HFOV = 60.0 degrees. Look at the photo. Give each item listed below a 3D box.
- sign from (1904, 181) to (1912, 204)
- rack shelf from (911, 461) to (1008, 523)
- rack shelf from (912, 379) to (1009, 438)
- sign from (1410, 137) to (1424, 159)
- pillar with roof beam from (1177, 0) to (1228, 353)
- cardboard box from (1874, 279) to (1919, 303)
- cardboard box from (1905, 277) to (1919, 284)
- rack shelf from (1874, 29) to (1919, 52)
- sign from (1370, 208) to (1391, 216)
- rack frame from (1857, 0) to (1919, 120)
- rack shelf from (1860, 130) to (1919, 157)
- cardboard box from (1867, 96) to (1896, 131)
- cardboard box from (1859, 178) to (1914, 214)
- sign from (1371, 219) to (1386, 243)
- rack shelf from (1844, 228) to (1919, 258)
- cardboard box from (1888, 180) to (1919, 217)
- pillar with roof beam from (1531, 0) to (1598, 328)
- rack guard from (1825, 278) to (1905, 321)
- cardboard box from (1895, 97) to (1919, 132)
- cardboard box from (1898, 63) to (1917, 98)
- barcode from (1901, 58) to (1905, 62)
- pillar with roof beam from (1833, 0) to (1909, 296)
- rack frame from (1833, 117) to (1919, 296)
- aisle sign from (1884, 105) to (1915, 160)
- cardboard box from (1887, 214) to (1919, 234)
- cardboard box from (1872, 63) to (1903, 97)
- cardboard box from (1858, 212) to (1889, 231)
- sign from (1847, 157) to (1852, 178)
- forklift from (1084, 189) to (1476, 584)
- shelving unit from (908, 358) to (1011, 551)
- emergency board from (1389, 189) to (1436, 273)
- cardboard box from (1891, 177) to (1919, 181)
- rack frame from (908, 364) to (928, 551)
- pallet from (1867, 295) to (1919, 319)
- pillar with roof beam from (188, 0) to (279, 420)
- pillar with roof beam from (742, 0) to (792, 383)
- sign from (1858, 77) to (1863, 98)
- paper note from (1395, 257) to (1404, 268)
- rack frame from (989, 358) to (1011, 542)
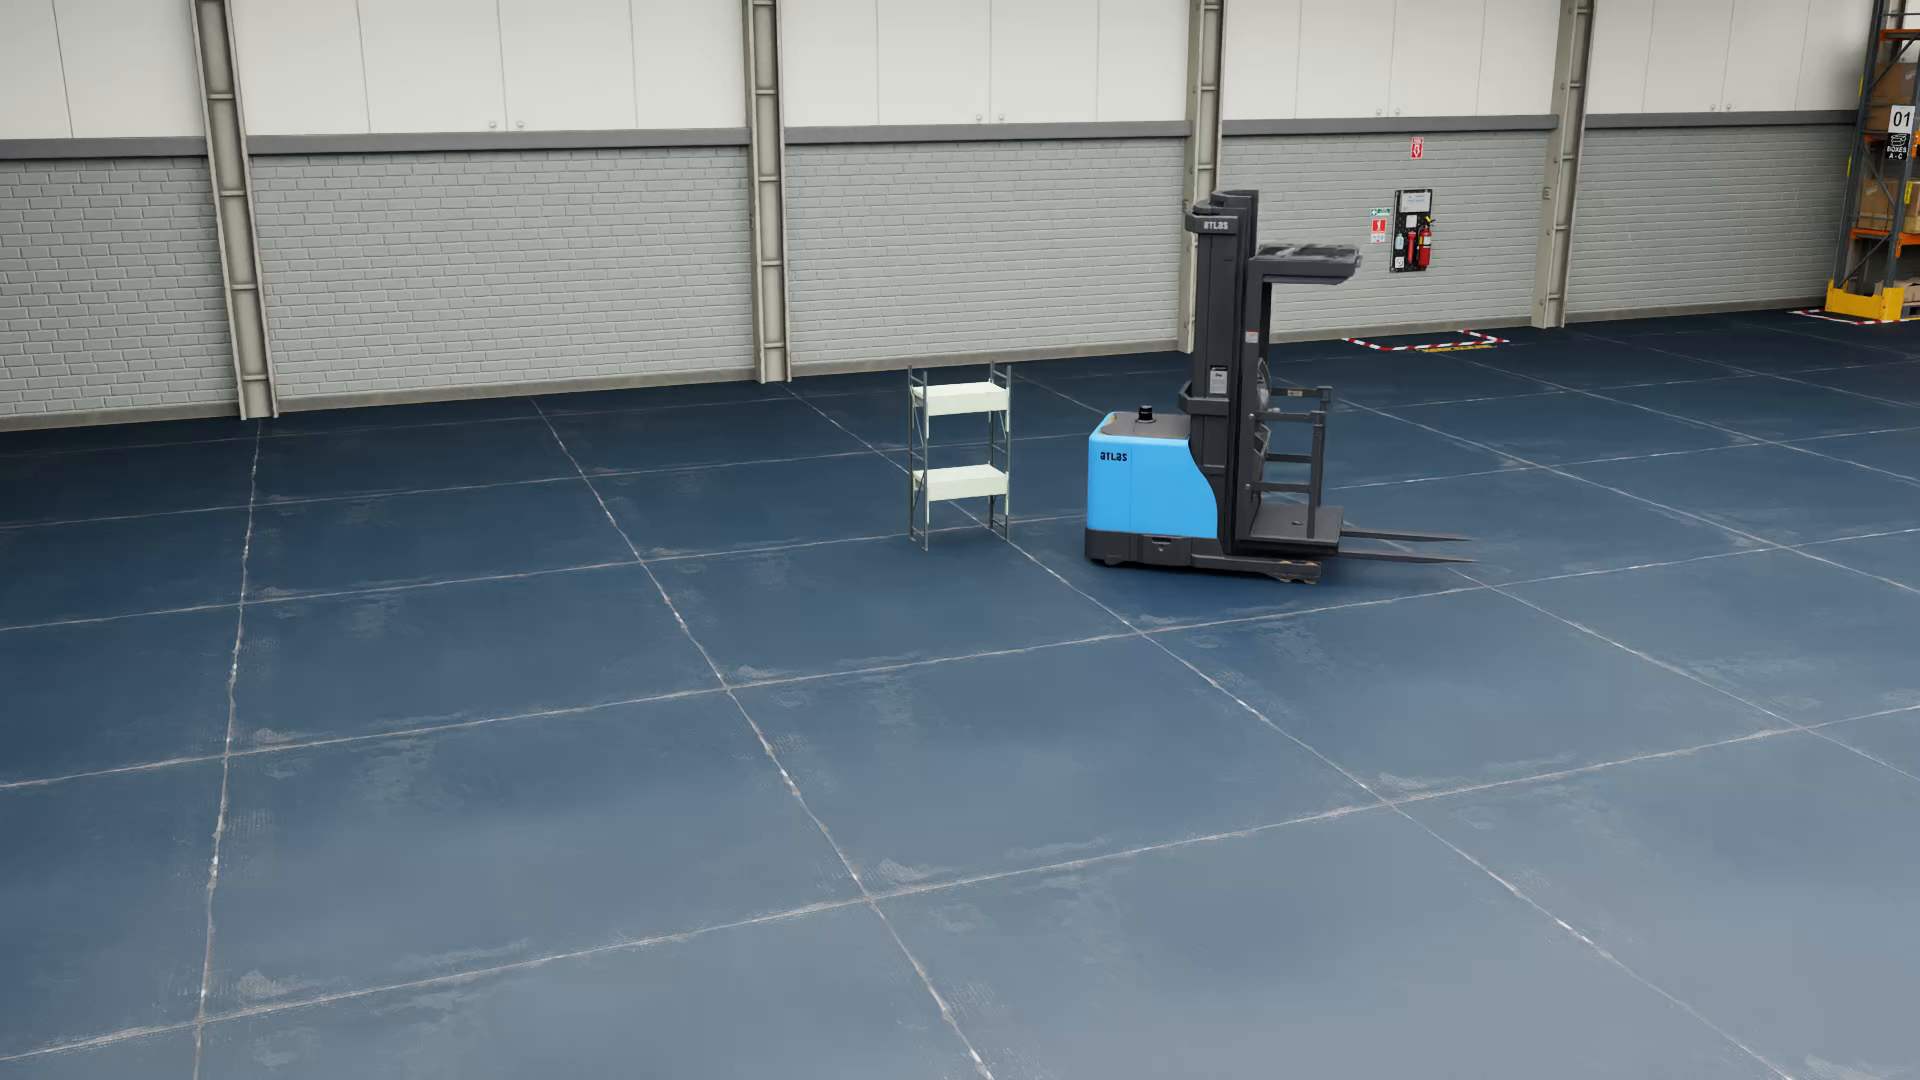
[{"bbox_3d":[14.304,-5.244,25.096,0.005,0.325,0.100,-6,17,-20],"label":"sign"},{"bbox_3d":[-0.006,-0.406,13.976,0.720,0.370,0.431,-6,17,-20],"label":"rack shelf"},{"bbox_3d":[-0.006,-1.093,13.775,0.720,0.370,0.431,-6,17,-20],"label":"rack shelf"},{"bbox_3d":[6.487,-5.563,23.605,0.199,0.298,0.001,-6,17,-20],"label":"sign"},{"bbox_3d":[4.789,-5.806,17.897,0.400,9.000,9.100,-6,17,-20],"label":"pillar with roof beam"},{"bbox_3d":[14.788,-3.939,26.178,0.500,0.311,0.500,-8,18,-26],"label":"cardboard box"},{"bbox_3d":[15.320,-3.996,26.374,0.500,0.311,0.500,-5,17,-15],"label":"cardboard box"},{"bbox_3d":[15.977,-7.705,25.648,4.000,0.370,1.077,-6,17,-20],"label":"rack shelf"},{"bbox_3d":[5.984,-4.667,23.662,0.331,0.109,0.001,-6,17,-20],"label":"sign"},{"bbox_3d":[14.110,-7.850,24.859,0.127,3.000,1.000,-6,17,-20],"label":"rack frame"},{"bbox_3d":[15.977,-6.267,26.070,4.000,0.370,1.077,-6,17,-20],"label":"rack shelf"},{"bbox_3d":[14.409,-6.577,25.635,0.500,0.500,0.500,-5,17,-16],"label":"cardboard box"},{"bbox_3d":[14.474,-5.372,25.969,0.500,0.500,0.500,-6,18,-21],"label":"cardboard box"},{"bbox_3d":[5.977,-4.414,23.743,0.234,0.329,0.001,-6,17,-20],"label":"sign"},{"bbox_3d":[15.977,-4.828,26.492,4.000,0.370,1.077,-6,17,-20],"label":"rack shelf"},{"bbox_3d":[14.663,-5.238,25.512,0.500,0.500,0.500,-6,17,-20],"label":"cardboard box"},{"bbox_3d":[10.392,-6.411,19.957,0.400,9.000,9.100,-6,17,-20],"label":"pillar with roof beam"},{"bbox_3d":[14.181,-3.780,26.083,0.348,0.500,1.175,-6,17,-20],"label":"rack guard"},{"bbox_3d":[14.511,-6.436,25.156,0.500,0.500,0.500,-6,17,-19],"label":"cardboard box"},{"bbox_3d":[14.556,-6.923,25.039,0.500,0.500,0.500,-8,18,-24],"label":"cardboard box"},{"bbox_3d":[14.594,-7.429,25.734,0.075,0.075,0.001,-6,17,-20],"label":"barcode"},{"bbox_3d":[15.994,-7.016,22.017,0.400,9.000,9.100,-6,17,-20],"label":"pillar with roof beam"},{"bbox_3d":[14.110,-4.972,25.704,0.127,3.000,1.000,-6,17,-20],"label":"rack frame"},{"bbox_3d":[14.150,-6.133,25.045,0.004,0.787,0.394,-6,17,-20],"label":"aisle sign"},{"bbox_3d":[14.679,-4.875,25.606,0.500,0.250,0.500,-7,18,-22],"label":"cardboard box"},{"bbox_3d":[14.419,-7.060,25.506,0.500,0.500,0.500,-5,17,-18],"label":"cardboard box"},{"bbox_3d":[14.477,-5.007,26.057,0.500,0.250,0.500,-6,17,-19],"label":"cardboard box"},{"bbox_3d":[13.930,-5.827,26.001,0.005,0.325,0.100,-6,17,-20],"label":"sign"},{"bbox_3d":[2.580,-1.229,13.082,3.031,2.935,1.130,4,17,14],"label":"forklift"},{"bbox_3d":[-0.006,-0.719,13.885,0.755,1.500,0.431,-6,17,-20],"label":"shelving unit"},{"bbox_3d":[6.530,-4.426,23.845,0.643,1.169,0.194,-6,17,-20],"label":"emergency board"},{"bbox_3d":[14.947,-5.421,26.133,0.500,0.500,0.500,-6,17,-19],"label":"cardboard box"},{"bbox_3d":[-0.348,-0.682,13.759,0.023,1.500,0.400,-6,17,-20],"label":"rack frame"},{"bbox_3d":[14.952,-3.714,26.371,1.213,0.211,1.003,-6,17,-20],"label":"pallet"},{"bbox_3d":[-6.417,-4.596,13.777,0.400,9.000,9.100,-6,17,-20],"label":"pillar with roof beam"},{"bbox_3d":[-0.814,-5.201,15.837,0.400,9.000,9.100,-6,17,-20],"label":"pillar with roof beam"},{"bbox_3d":[13.930,-6.984,25.661,0.005,0.325,0.100,-6,17,-20],"label":"sign"},{"bbox_3d":[6.340,-4.003,23.971,0.142,0.148,0.016,-6,17,-20],"label":"paper note"},{"bbox_3d":[0.336,-0.756,14.010,0.023,1.500,0.400,-6,17,-20],"label":"rack frame"}]
